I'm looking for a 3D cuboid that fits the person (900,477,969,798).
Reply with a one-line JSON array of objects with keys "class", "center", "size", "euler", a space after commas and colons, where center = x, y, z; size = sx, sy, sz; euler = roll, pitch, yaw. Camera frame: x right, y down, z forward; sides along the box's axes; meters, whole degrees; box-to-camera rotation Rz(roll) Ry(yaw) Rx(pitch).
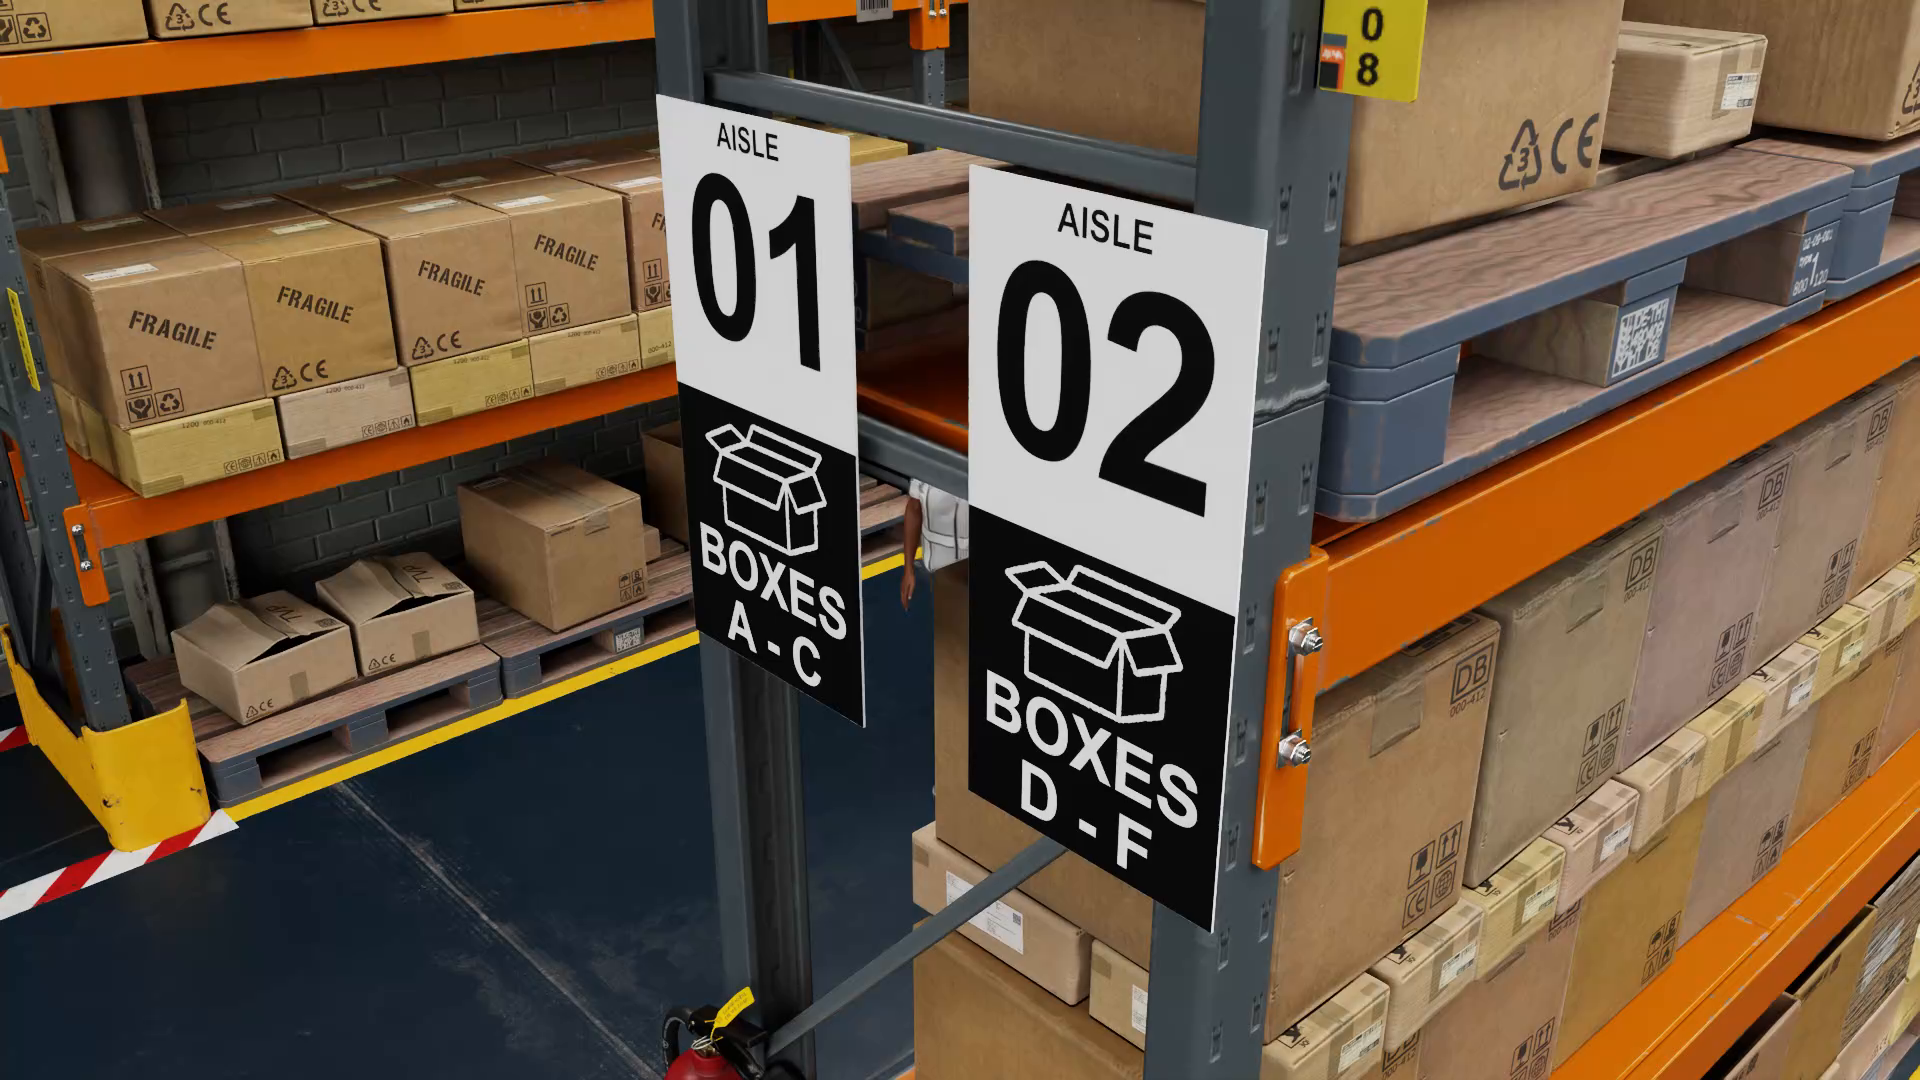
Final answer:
[{"class": "person", "center": [0.032, 0.076, 6.416], "size": [0.467, 1.634, 0.991], "euler": [10, 26, 21]}]
